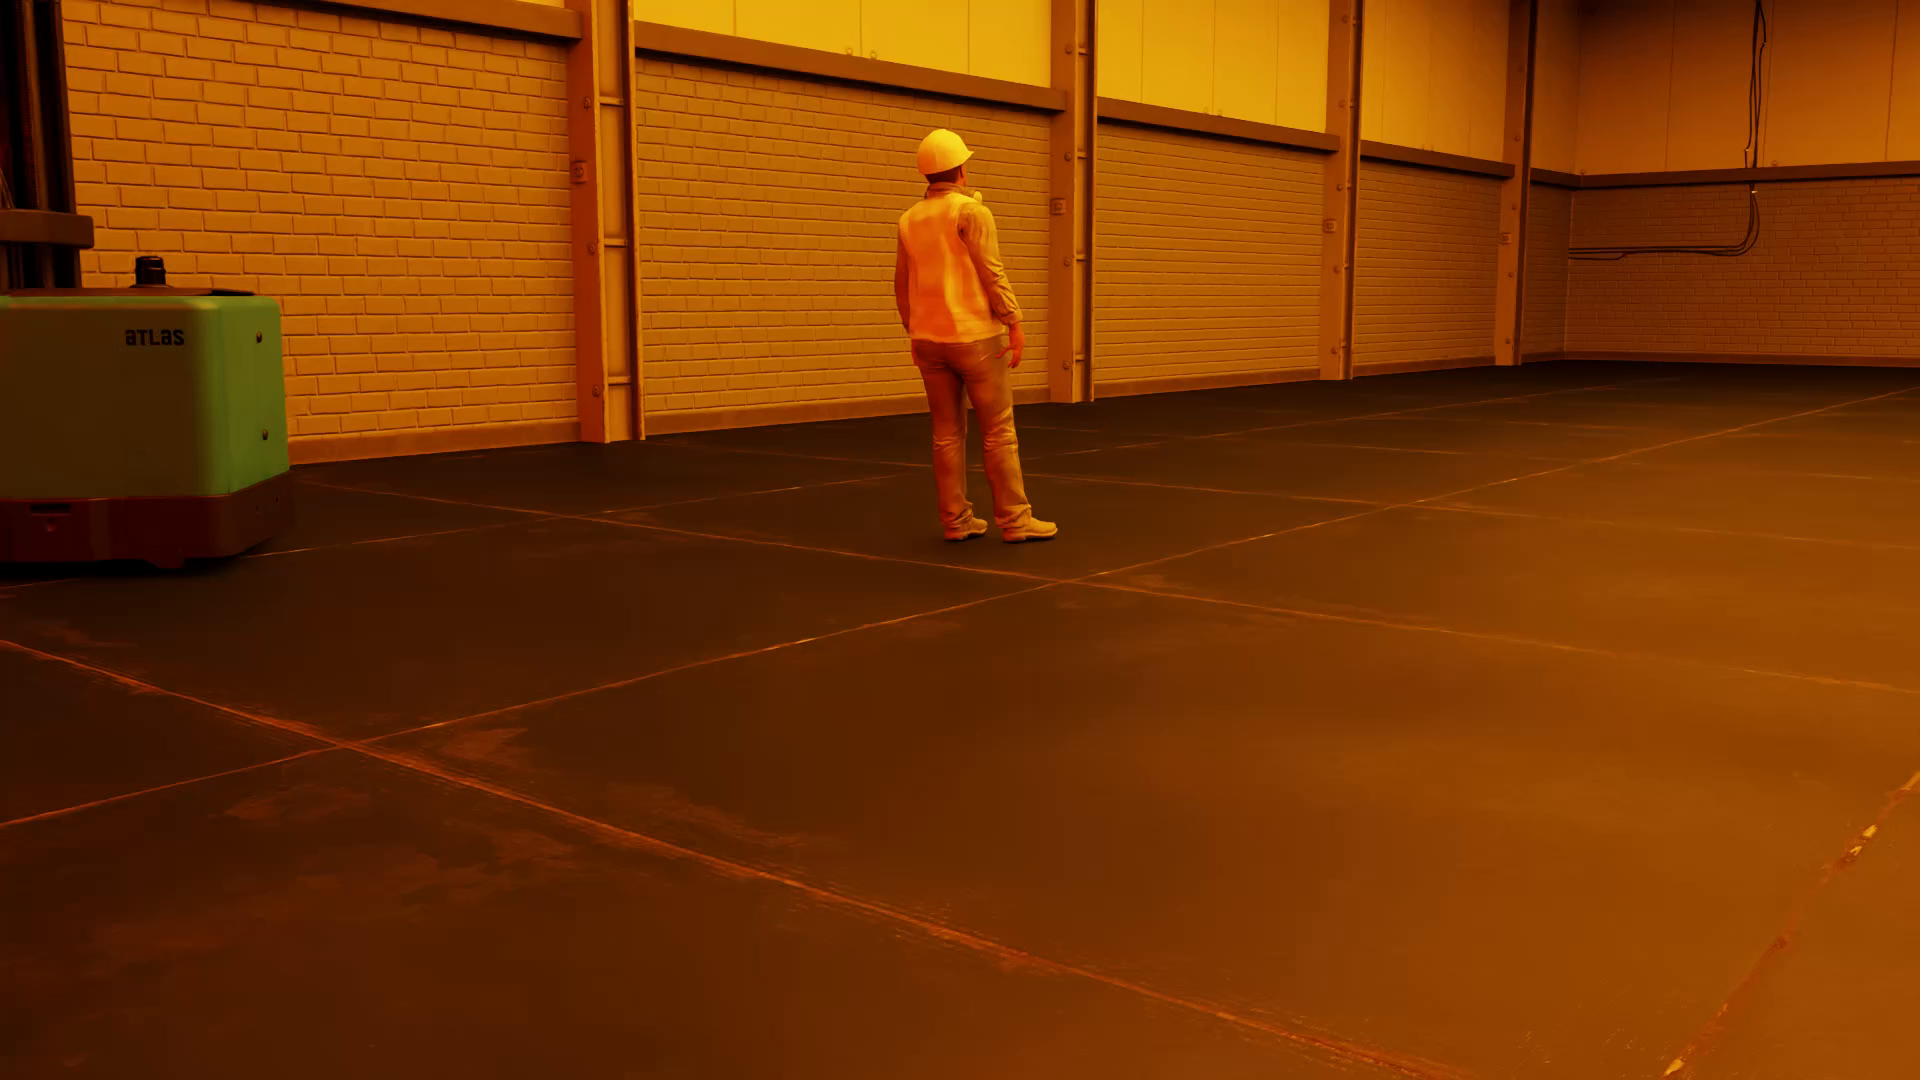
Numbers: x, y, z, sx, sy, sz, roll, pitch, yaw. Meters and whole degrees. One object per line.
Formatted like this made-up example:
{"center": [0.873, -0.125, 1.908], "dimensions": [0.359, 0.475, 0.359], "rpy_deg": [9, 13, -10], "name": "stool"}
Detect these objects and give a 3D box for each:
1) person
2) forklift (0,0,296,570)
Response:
{"center": [0.045, -0.891, 7.319], "dimensions": [0.633, 1.775, 0.566], "rpy_deg": [7, 11, 38], "name": "person"}
{"center": [-4.393, -1.358, 6.560], "dimensions": [3.031, 2.935, 1.130], "rpy_deg": [-1, 8, -8], "name": "forklift"}
